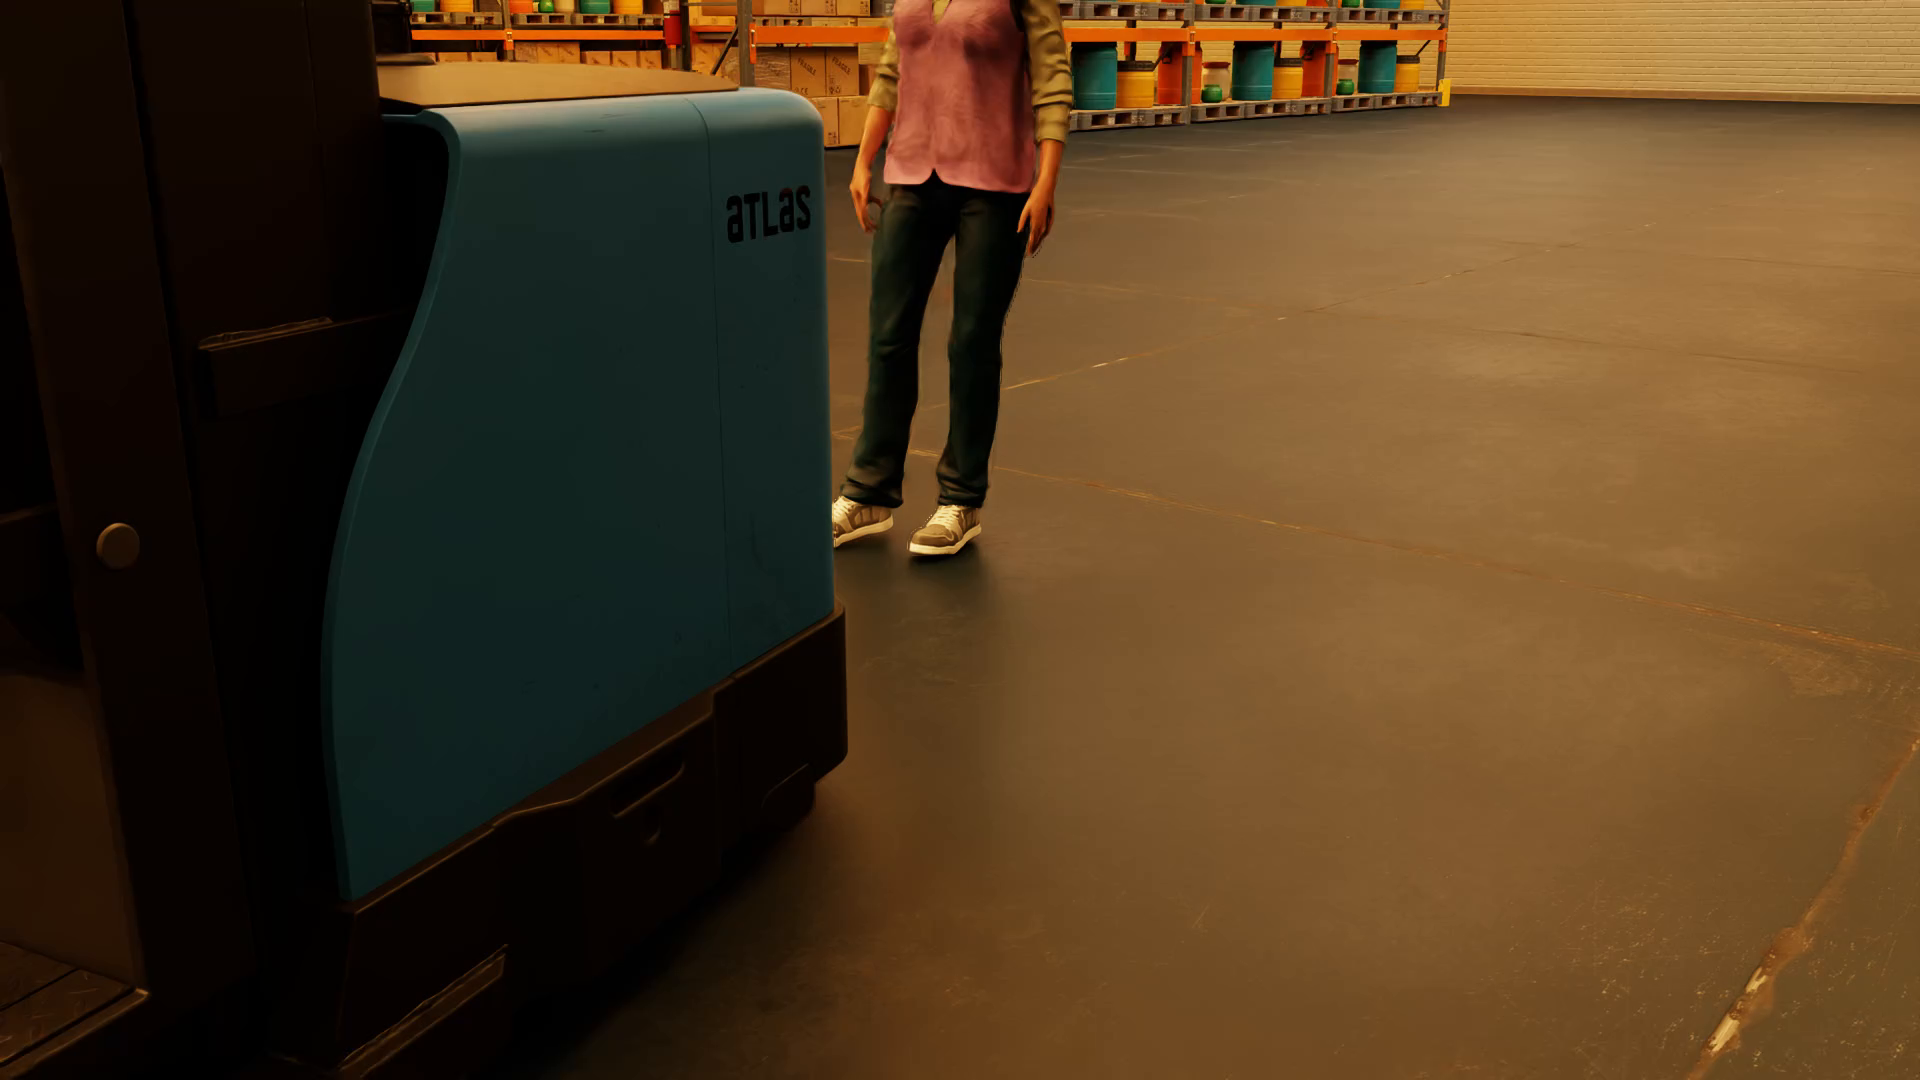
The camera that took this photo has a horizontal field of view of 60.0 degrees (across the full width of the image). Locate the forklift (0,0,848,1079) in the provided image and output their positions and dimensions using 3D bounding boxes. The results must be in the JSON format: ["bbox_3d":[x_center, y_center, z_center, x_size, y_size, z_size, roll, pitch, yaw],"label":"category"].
[{"bbox_3d":[-1.267,-0.685,1.153,1.130,2.935,3.031,8,19,24],"label":"forklift"}]

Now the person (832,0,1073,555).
[{"bbox_3d":[-0.050,-0.758,3.678,0.567,1.600,0.412,8,19,25],"label":"person"}]
